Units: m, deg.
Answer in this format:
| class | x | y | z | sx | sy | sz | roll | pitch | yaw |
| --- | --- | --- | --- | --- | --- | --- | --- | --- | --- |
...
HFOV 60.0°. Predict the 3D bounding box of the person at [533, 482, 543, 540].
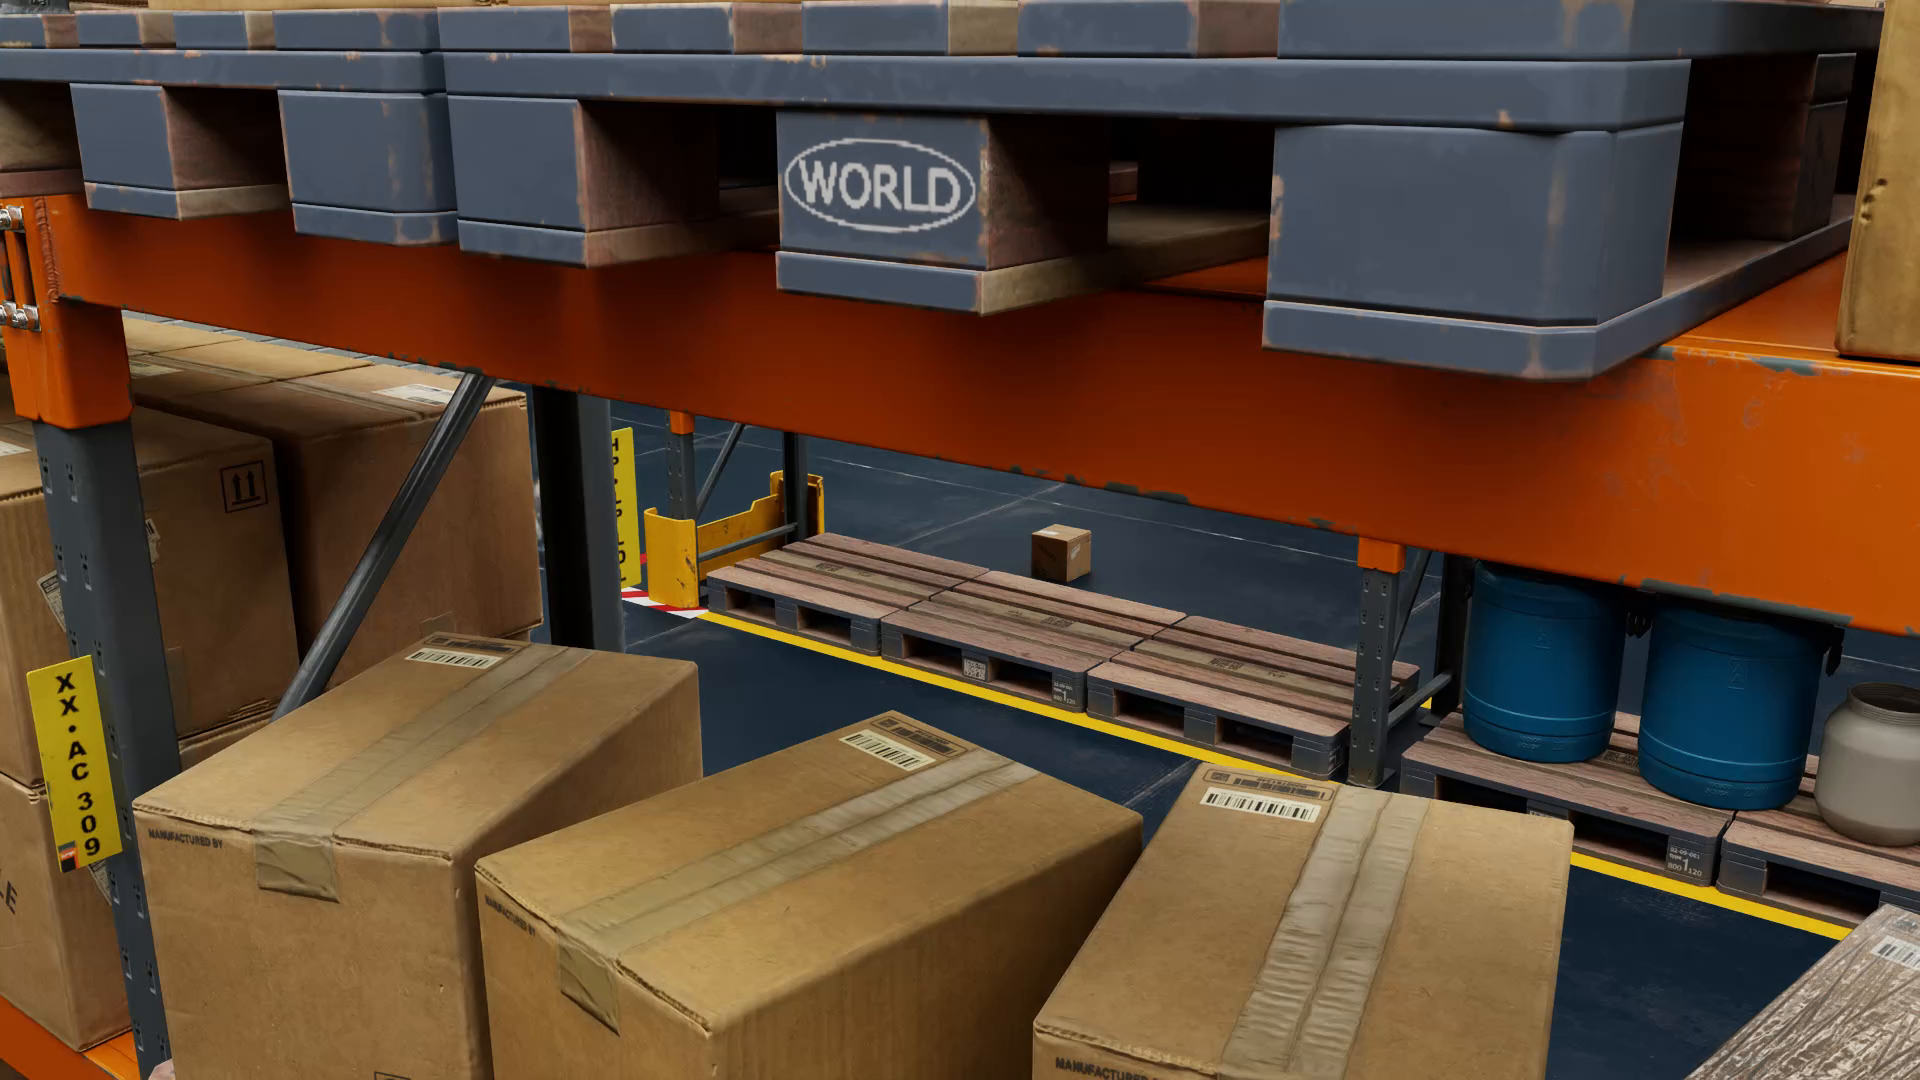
| class | x | y | z | sx | sy | sz | roll | pitch | yaw |
| --- | --- | --- | --- | --- | --- | --- | --- | --- | --- |
| person | -2.334 | -0.734 | 9.932 | 0.447 | 1.569 | 0.747 | 9 | 19 | 27 |
